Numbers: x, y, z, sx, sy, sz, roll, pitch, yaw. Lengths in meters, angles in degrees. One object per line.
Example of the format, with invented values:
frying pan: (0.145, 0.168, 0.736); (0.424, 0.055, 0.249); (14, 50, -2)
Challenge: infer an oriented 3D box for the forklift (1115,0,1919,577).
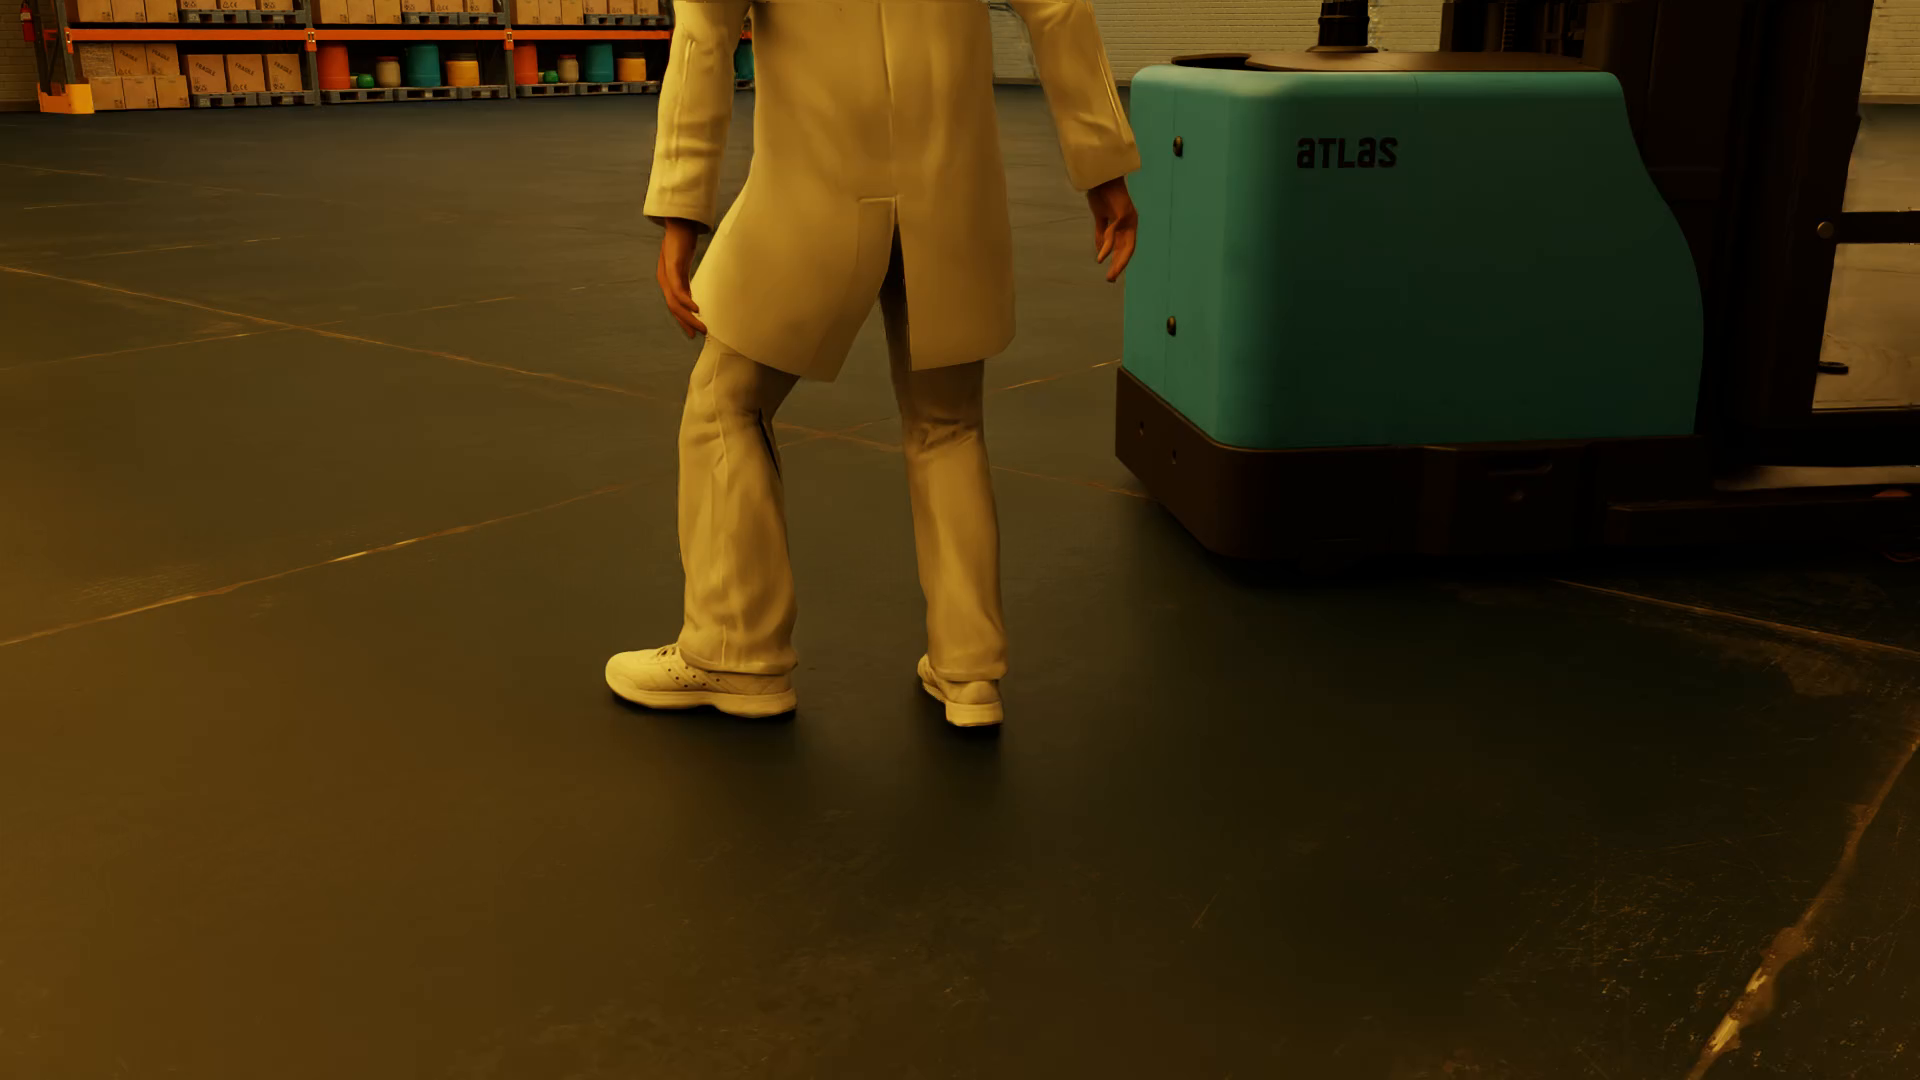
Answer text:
forklift: (1.974, -1.500, 3.837); (3.031, 2.935, 1.130); (-2, 17, -8)

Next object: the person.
person: (-0.163, -0.534, 2.762); (0.924, 1.749, 0.483); (-4, 17, -13)
